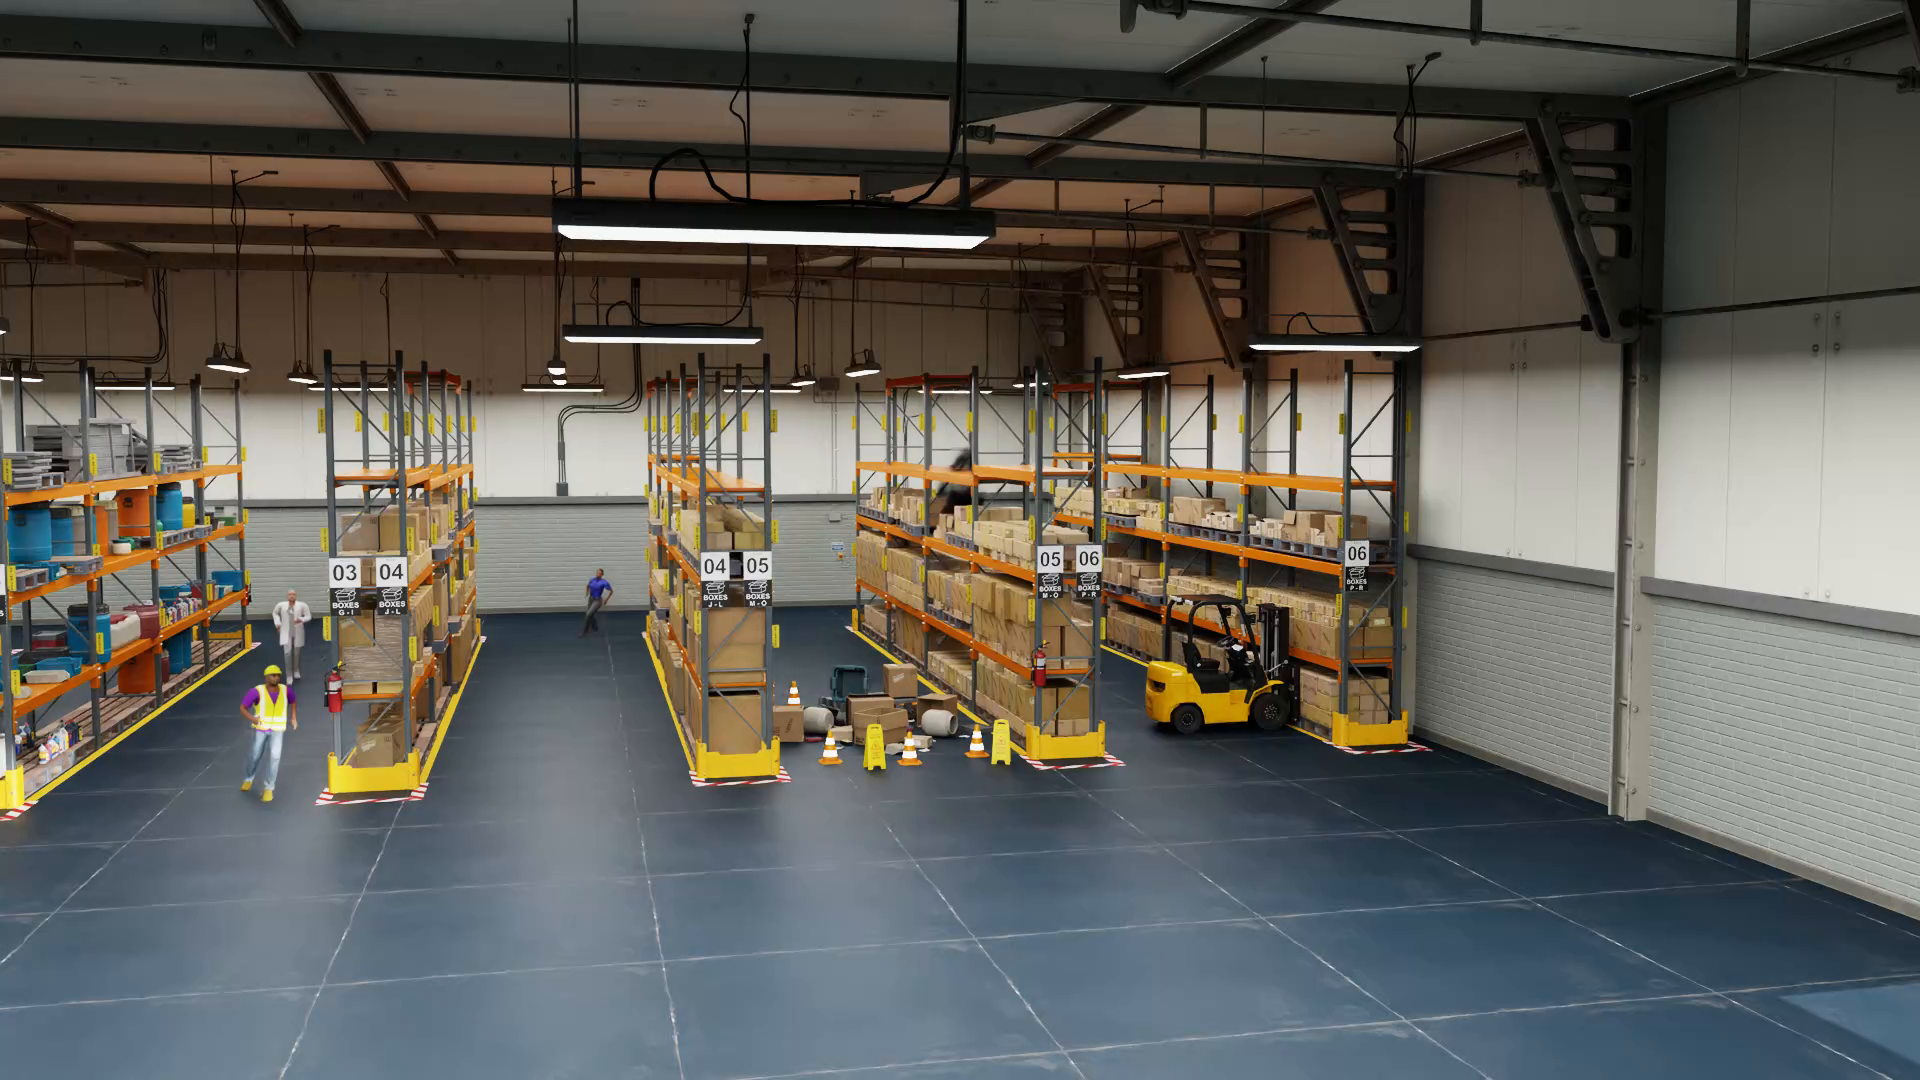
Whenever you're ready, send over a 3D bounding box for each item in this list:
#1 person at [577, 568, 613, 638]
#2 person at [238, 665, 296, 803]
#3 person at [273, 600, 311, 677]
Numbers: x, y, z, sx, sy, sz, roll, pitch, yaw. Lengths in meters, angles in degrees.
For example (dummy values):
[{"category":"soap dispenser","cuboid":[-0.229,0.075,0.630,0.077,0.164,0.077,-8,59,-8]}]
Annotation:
[{"category":"person","cuboid":[-8.593,1.474,39.127,0.749,1.626,0.748,2,4,27]},{"category":"person","cuboid":[-9.283,2.577,22.369,0.759,1.790,0.831,-2,5,-31]},{"category":"person","cuboid":[-12.999,1.898,32.388,0.701,1.461,0.658,-2,4,-22]}]
